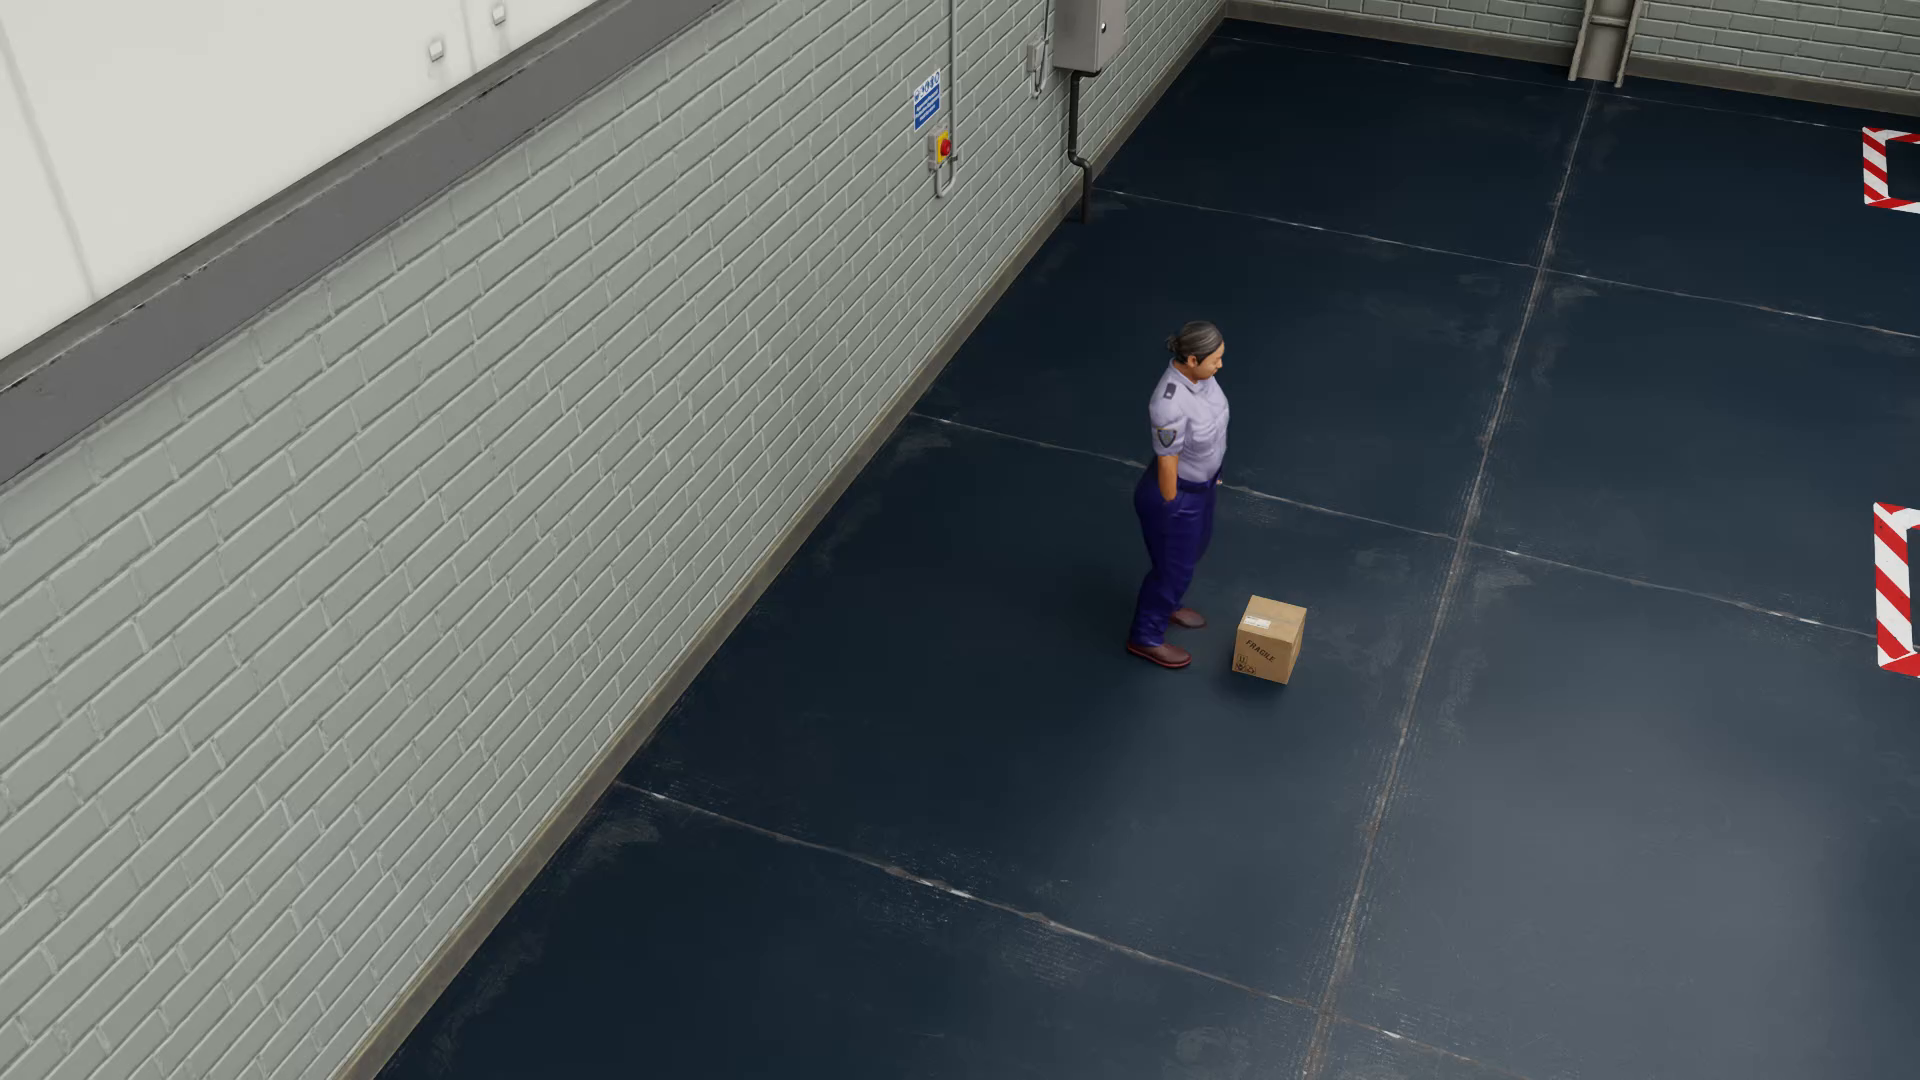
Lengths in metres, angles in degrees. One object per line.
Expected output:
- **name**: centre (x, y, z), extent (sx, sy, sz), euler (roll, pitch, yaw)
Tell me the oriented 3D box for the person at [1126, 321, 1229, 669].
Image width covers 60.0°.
- **person**: centre (0.960, -0.212, 7.122), extent (0.315, 1.648, 0.473), euler (15, 40, 18)
